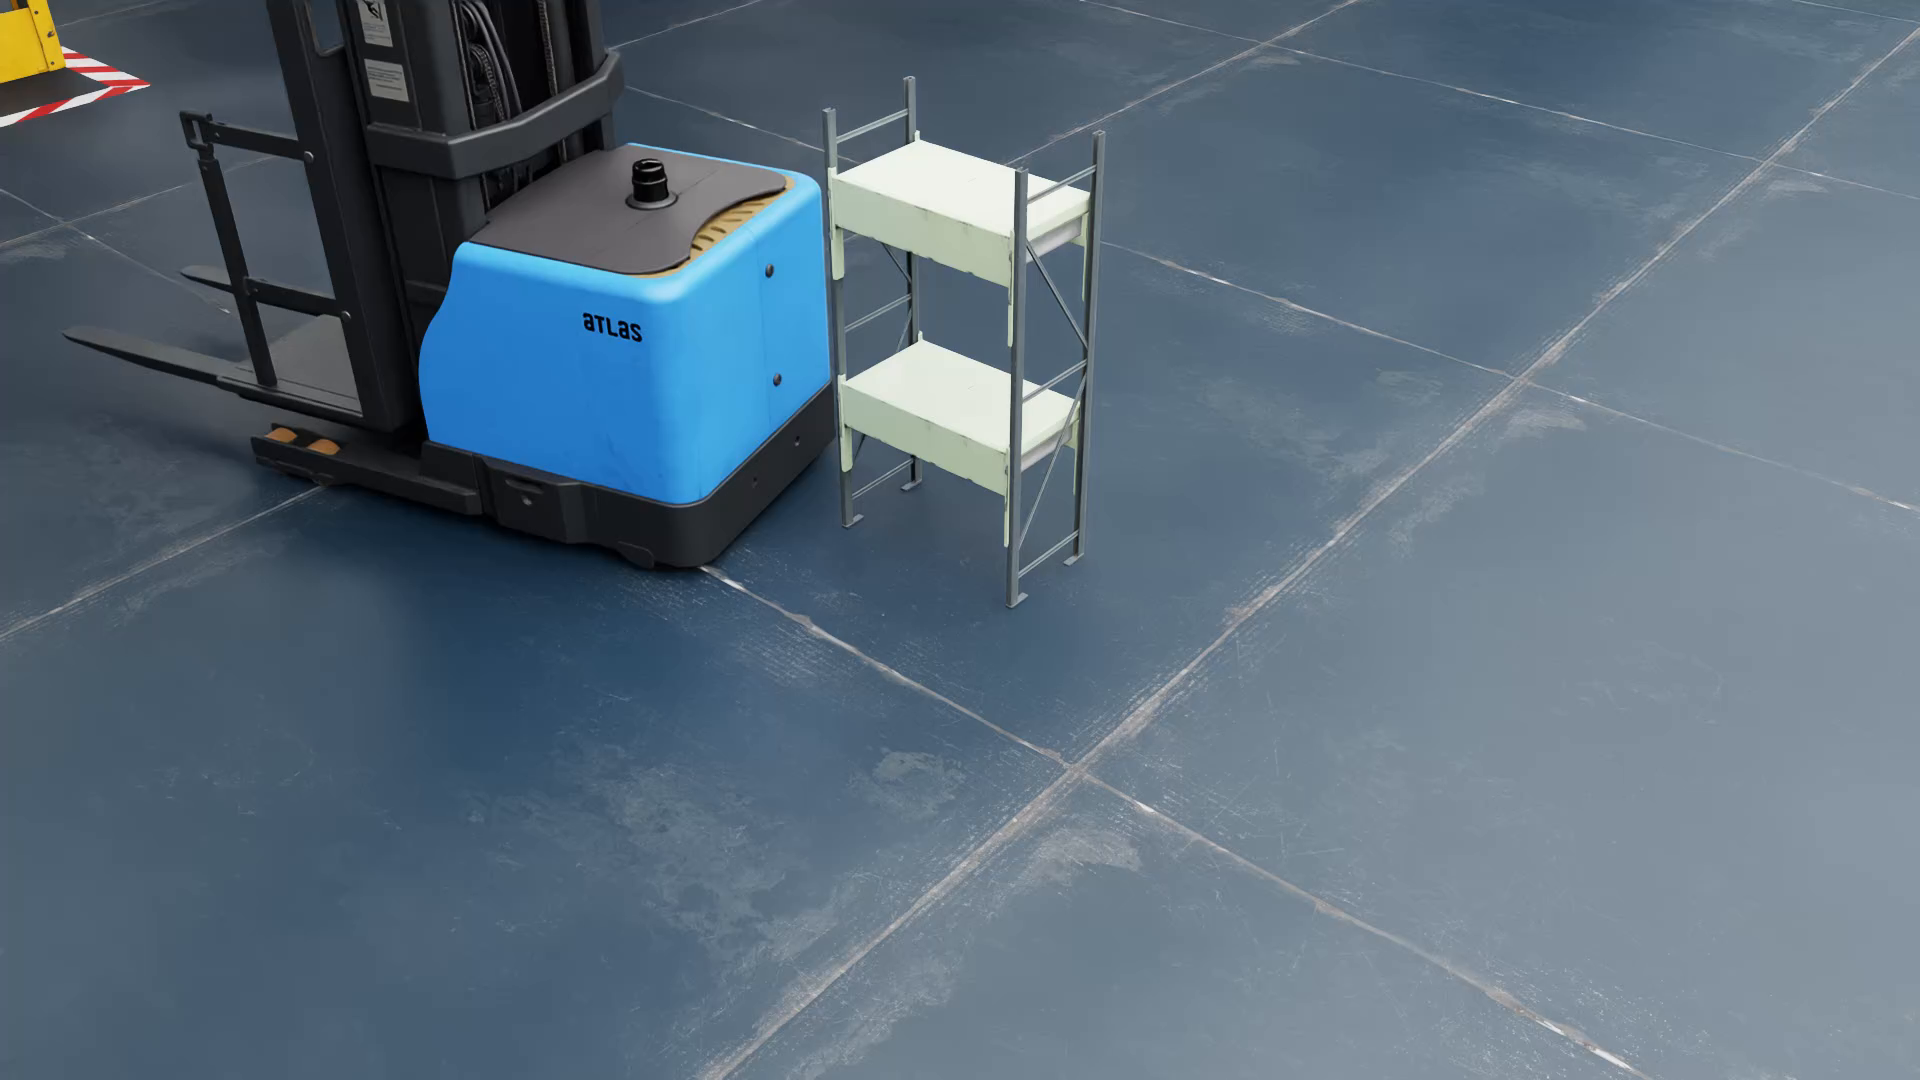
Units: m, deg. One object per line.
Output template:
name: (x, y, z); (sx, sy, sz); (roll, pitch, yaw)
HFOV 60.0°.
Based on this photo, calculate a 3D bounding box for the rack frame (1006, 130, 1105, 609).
rack frame: (0.286, -0.483, 5.129); (0.023, 1.500, 0.400); (25, 42, 32)

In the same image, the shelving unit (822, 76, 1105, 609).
shelving unit: (0.005, -0.616, 5.322); (0.755, 1.500, 0.431); (25, 42, 32)

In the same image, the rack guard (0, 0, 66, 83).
rack guard: (-5.765, -2.816, 9.409); (0.348, 0.500, 1.175); (25, 42, 32)

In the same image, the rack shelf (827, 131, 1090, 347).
rack shelf: (0.005, -0.938, 5.101); (0.720, 0.370, 0.431); (25, 42, 32)

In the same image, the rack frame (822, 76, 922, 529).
rack frame: (-0.276, -0.748, 5.515); (0.023, 1.500, 0.400); (25, 42, 32)

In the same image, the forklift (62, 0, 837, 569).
forklift: (-2.020, -1.661, 5.579); (3.031, 2.935, 1.130); (14, 37, 20)

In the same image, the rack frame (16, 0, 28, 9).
rack frame: (-5.676, -3.840, 8.691); (0.127, 3.000, 1.000); (25, 42, 32)

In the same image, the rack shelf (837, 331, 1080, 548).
rack shelf: (0.005, -0.347, 5.506); (0.720, 0.370, 0.431); (25, 42, 32)
